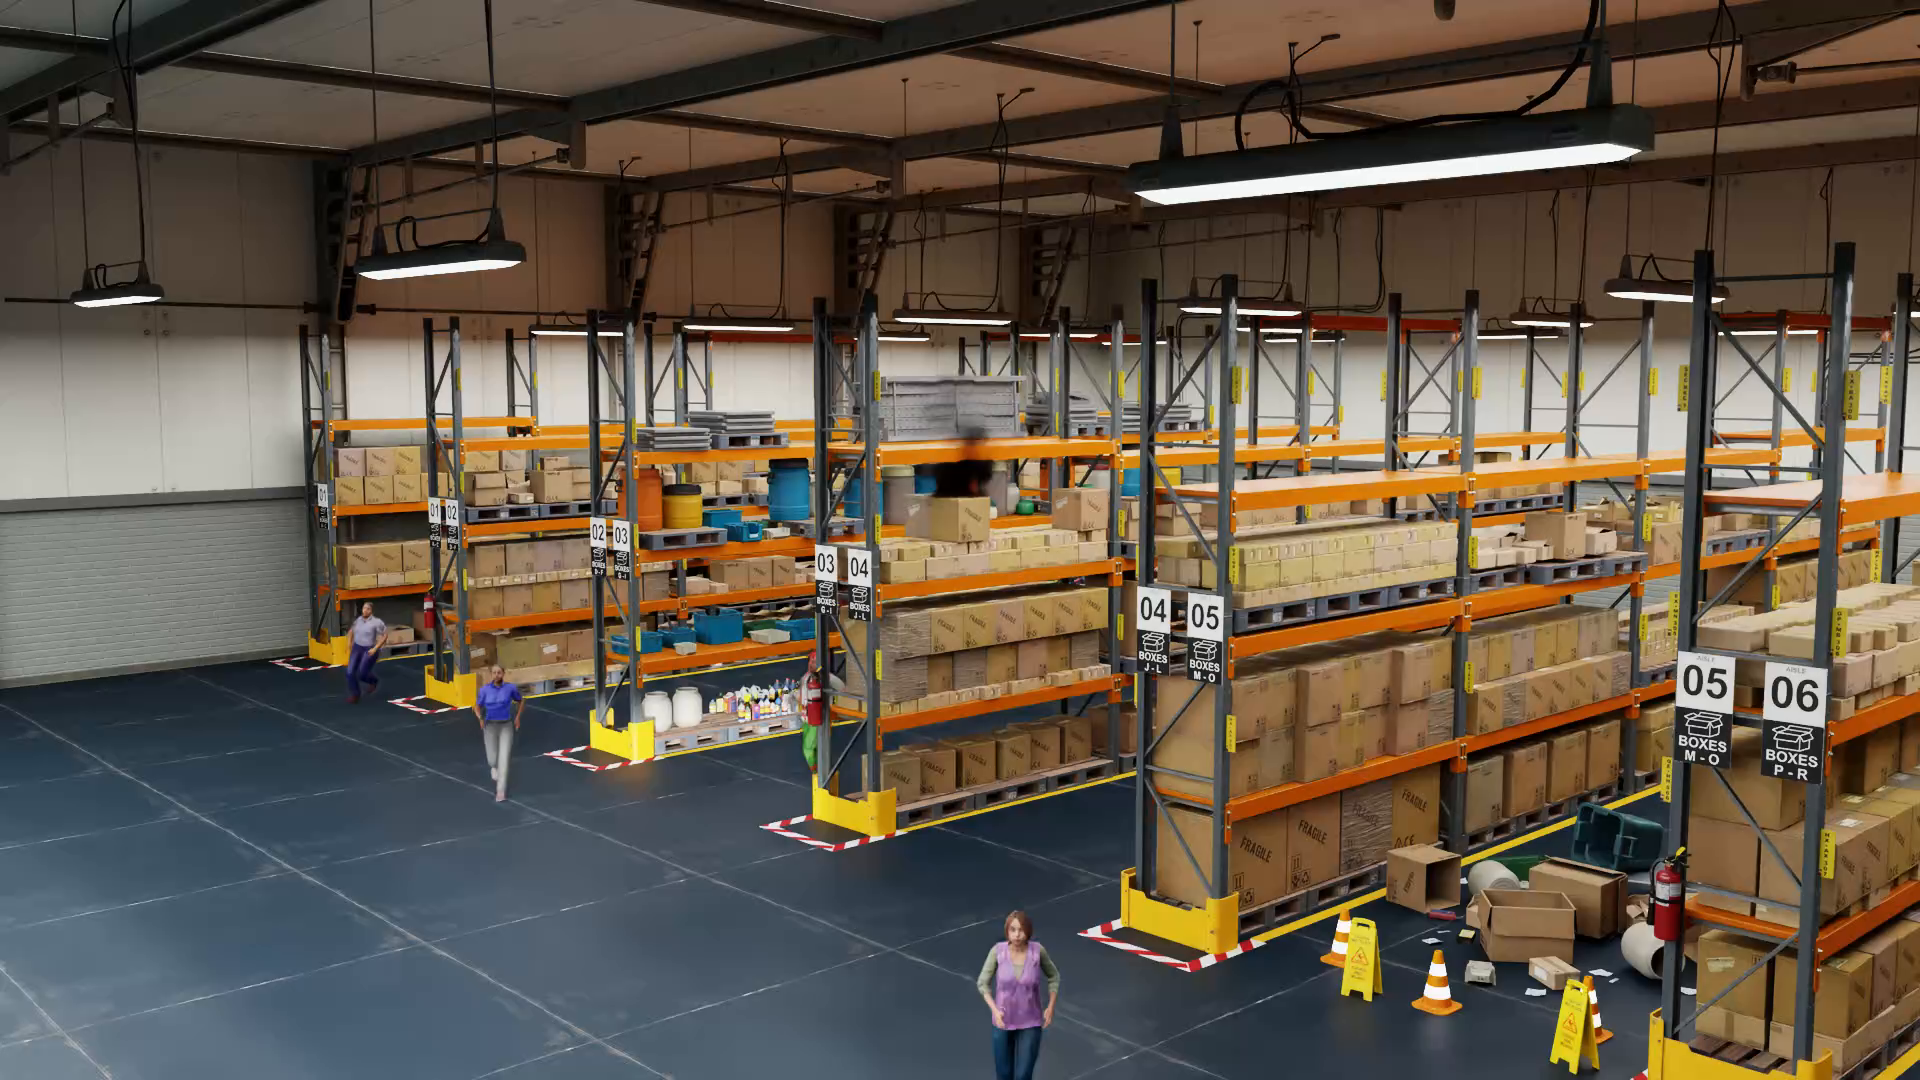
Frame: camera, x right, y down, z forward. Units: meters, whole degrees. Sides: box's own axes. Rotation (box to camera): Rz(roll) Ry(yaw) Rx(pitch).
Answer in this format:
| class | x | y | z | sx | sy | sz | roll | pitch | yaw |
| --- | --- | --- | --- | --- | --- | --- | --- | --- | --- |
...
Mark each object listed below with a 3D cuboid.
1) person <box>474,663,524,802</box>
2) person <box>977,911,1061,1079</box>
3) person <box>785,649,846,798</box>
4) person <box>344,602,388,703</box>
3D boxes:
| class | x | y | z | sx | sy | sz | roll | pitch | yaw |
| --- | --- | --- | --- | --- | --- | --- | --- | --- | --- |
| person | -5.623 | 2.314 | 20.325 | 0.589 | 1.643 | 0.801 | -1 | 6 | -13 |
| person | 0.397 | 3.259 | 11.231 | 0.566 | 1.595 | 0.680 | 0 | 6 | 2 |
| person | -1.774 | 2.235 | 20.263 | 0.642 | 1.807 | 0.677 | 6 | 8 | 44 |
| person | -9.313 | 1.753 | 26.131 | 0.647 | 1.592 | 0.548 | 2 | 6 | 15 |
